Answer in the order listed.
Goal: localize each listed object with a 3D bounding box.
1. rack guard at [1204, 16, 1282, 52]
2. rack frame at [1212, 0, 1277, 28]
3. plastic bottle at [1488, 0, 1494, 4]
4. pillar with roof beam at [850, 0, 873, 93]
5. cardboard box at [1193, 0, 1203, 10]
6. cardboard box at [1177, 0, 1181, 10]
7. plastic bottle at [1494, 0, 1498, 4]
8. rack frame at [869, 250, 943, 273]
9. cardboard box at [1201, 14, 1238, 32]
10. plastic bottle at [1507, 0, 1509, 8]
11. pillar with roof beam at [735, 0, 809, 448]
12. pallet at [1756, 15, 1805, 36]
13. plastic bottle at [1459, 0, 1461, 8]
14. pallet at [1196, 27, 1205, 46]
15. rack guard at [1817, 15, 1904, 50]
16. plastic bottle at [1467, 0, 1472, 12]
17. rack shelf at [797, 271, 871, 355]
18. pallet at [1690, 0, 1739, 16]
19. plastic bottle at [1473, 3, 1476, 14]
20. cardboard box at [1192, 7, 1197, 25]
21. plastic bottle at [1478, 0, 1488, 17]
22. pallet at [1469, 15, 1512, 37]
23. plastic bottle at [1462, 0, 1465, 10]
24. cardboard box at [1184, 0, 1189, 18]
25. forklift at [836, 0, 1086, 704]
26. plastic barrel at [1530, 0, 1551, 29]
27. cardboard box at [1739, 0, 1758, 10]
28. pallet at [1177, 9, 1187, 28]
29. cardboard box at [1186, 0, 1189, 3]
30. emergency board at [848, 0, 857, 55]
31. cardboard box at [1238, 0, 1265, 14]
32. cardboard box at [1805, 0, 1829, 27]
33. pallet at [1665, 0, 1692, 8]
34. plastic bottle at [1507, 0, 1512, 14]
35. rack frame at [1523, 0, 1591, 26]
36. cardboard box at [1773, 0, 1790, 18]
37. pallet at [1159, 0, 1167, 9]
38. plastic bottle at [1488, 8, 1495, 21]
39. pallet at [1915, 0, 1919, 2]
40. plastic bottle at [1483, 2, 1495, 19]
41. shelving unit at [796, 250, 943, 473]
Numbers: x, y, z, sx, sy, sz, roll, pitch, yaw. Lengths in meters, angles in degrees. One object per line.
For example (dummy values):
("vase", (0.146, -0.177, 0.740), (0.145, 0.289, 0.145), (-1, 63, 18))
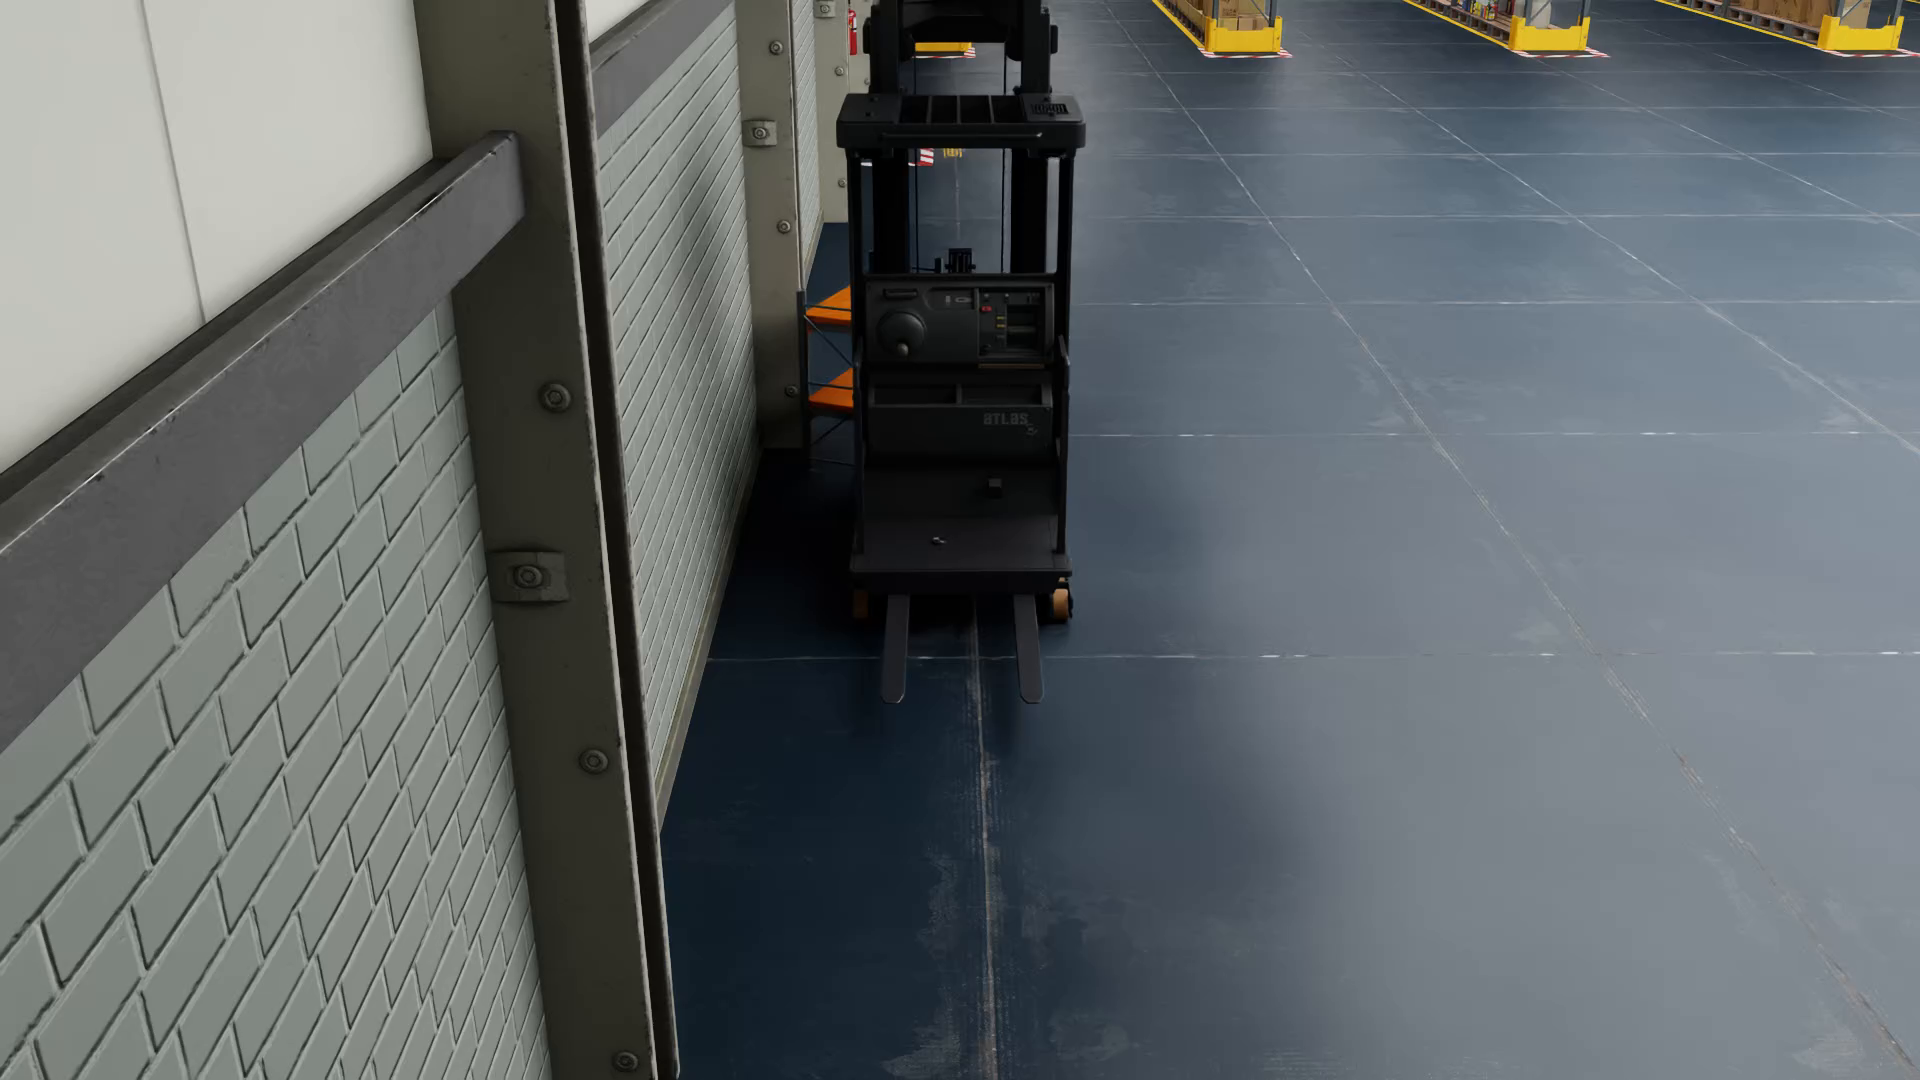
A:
("rack guard", (4.498, -8.040, 26.419), (1.175, 0.500, 0.348), (0, 24, -1))
("rack frame", (4.497, -9.188, 25.926), (1.000, 3.000, 0.127), (0, 24, -1))
("plastic bottle", (9.155, -9.240, 28.812), (0.152, 0.276, 0.135), (0, 24, -1))
("pillar with roof beam", (3.041, -9.730, 19.843), (9.100, 9.000, 0.400), (0, 24, -1))
("cardboard box", (4.168, -9.100, 27.648), (0.500, 0.500, 0.500), (0, 24, -1))
("cardboard box", (4.155, -9.583, 29.625), (0.500, 0.250, 0.500), (0, 24, -1))
("plastic bottle", (9.558, -9.586, 29.486), (0.144, 0.351, 0.185), (0, 24, -1))
("rack frame", (-0.344, -1.297, 10.749), (0.500, 1.125, 0.032), (10, 26, 20))
("cardboard box", (4.196, -8.347, 26.892), (0.500, 0.250, 0.500), (0, 24, -1))
("plastic bottle", (9.704, -9.508, 29.313), (0.144, 0.351, 0.185), (-1, 24, -3))
("pillar with roof beam", (3.172, -4.785, 8.910), (9.100, 9.000, 0.400), (0, 24, -1))
("pallet", (14.418, -8.829, 28.514), (1.003, 0.211, 1.213), (0, 24, -1))
("plastic bottle", (8.973, -9.608, 29.715), (0.097, 0.201, 0.097), (0, 24, 0))
("pallet", (4.447, -8.233, 27.197), (1.003, 0.211, 1.213), (0, 24, -1))
("rack guard", (14.402, -8.124, 26.606), (1.175, 0.500, 0.348), (0, 24, -1))
("plastic bottle", (9.003, -9.439, 29.160), (0.144, 0.351, 0.185), (-1, 24, -3))
("rack shelf", (-0.532, -1.369, 10.198), (0.538, 0.278, 1.000), (10, 26, 20))
("pallet", (14.349, -9.930, 30.949), (1.003, 0.211, 1.213), (0, 24, -1))
("plastic bottle", (8.982, -9.254, 28.933), (0.097, 0.201, 0.097), (0, 24, 0))
("cardboard box", (4.171, -8.759, 27.803), (0.500, 0.250, 0.500), (0, 24, -1))
("plastic bottle", (9.009, -9.187, 28.603), (0.144, 0.351, 0.185), (1, 24, 2))
("pallet", (9.389, -8.806, 28.464), (1.003, 0.211, 1.213), (0, 24, -1))
("plastic bottle", (9.003, -9.551, 29.498), (0.152, 0.276, 0.135), (1, 24, 1))
("cardboard box", (4.156, -9.171, 28.714), (0.500, 0.250, 0.500), (0, 24, -1))
("forklift", (0.003, -1.055, 8.027), (1.130, 2.935, 3.031), (0, 24, 0))
("plastic barrel", (9.367, -8.538, 26.997), (0.421, 0.512, 0.421), (0, 24, 0))
("cardboard box", (14.324, -9.767, 29.729), (0.500, 0.500, 0.500), (-1, 24, -2))
("pallet", (4.420, -9.238, 29.420), (1.003, 0.211, 1.213), (0, 24, -1))
("cardboard box", (4.157, -9.512, 28.559), (0.500, 0.500, 0.500), (0, 24, -1))
("emergency board", (-1.274, -5.958, 18.784), (0.194, 1.169, 0.643), (0, 24, -1))
("cardboard box", (4.706, -8.897, 27.198), (0.500, 0.500, 0.500), (0, 24, -1))
("cardboard box", (14.372, -8.787, 27.563), (0.500, 0.500, 0.500), (6, 25, 13))
("pallet", (14.333, -10.434, 32.064), (1.003, 0.211, 1.213), (0, 24, -1))
("plastic bottle", (9.605, -9.333, 29.008), (0.061, 0.283, 0.133), (0, 24, -1))
("rack frame", (9.450, -9.209, 25.972), (1.000, 3.000, 0.127), (0, 24, -1))
("cardboard box", (14.423, -9.276, 28.643), (0.500, 0.500, 0.500), (-2, 24, -5))
("pallet", (4.390, -10.374, 31.930), (1.003, 0.211, 1.213), (0, 24, -1))
("plastic bottle", (8.992, -8.889, 28.127), (0.097, 0.201, 0.097), (0, 24, 0))
("pallet", (19.220, -10.411, 32.014), (1.003, 0.211, 1.213), (0, 24, -1))
("plastic bottle", (9.017, -9.027, 28.341), (0.152, 0.276, 0.135), (0, 24, 0))
("shelving unit", (-0.533, -1.102, 10.319), (0.538, 1.125, 1.048), (10, 26, 20))
